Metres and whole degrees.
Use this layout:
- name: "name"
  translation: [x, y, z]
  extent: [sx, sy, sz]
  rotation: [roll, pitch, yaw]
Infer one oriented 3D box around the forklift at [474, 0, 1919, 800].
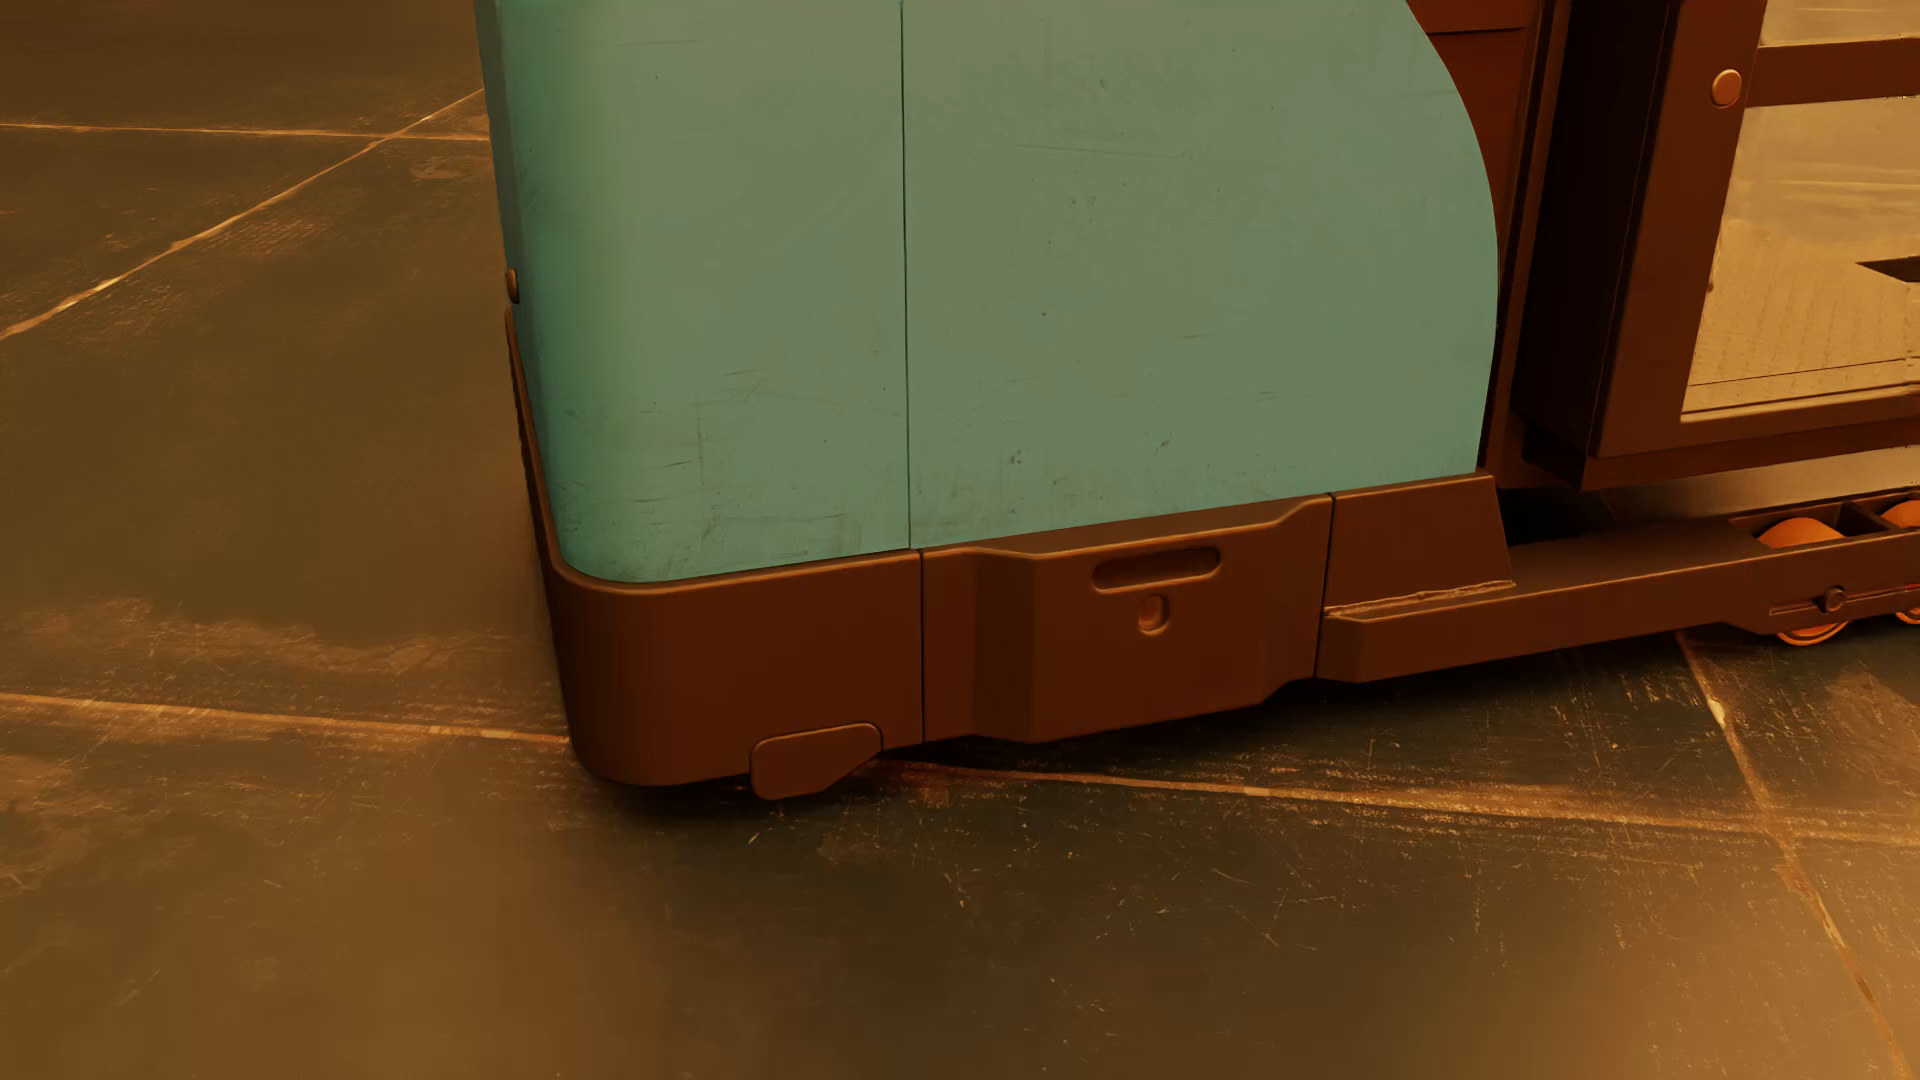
- name: "forklift"
  translation: [0.893, -1.389, 2.000]
  extent: [3.031, 2.935, 1.130]
  rotation: [-8, 28, -15]
